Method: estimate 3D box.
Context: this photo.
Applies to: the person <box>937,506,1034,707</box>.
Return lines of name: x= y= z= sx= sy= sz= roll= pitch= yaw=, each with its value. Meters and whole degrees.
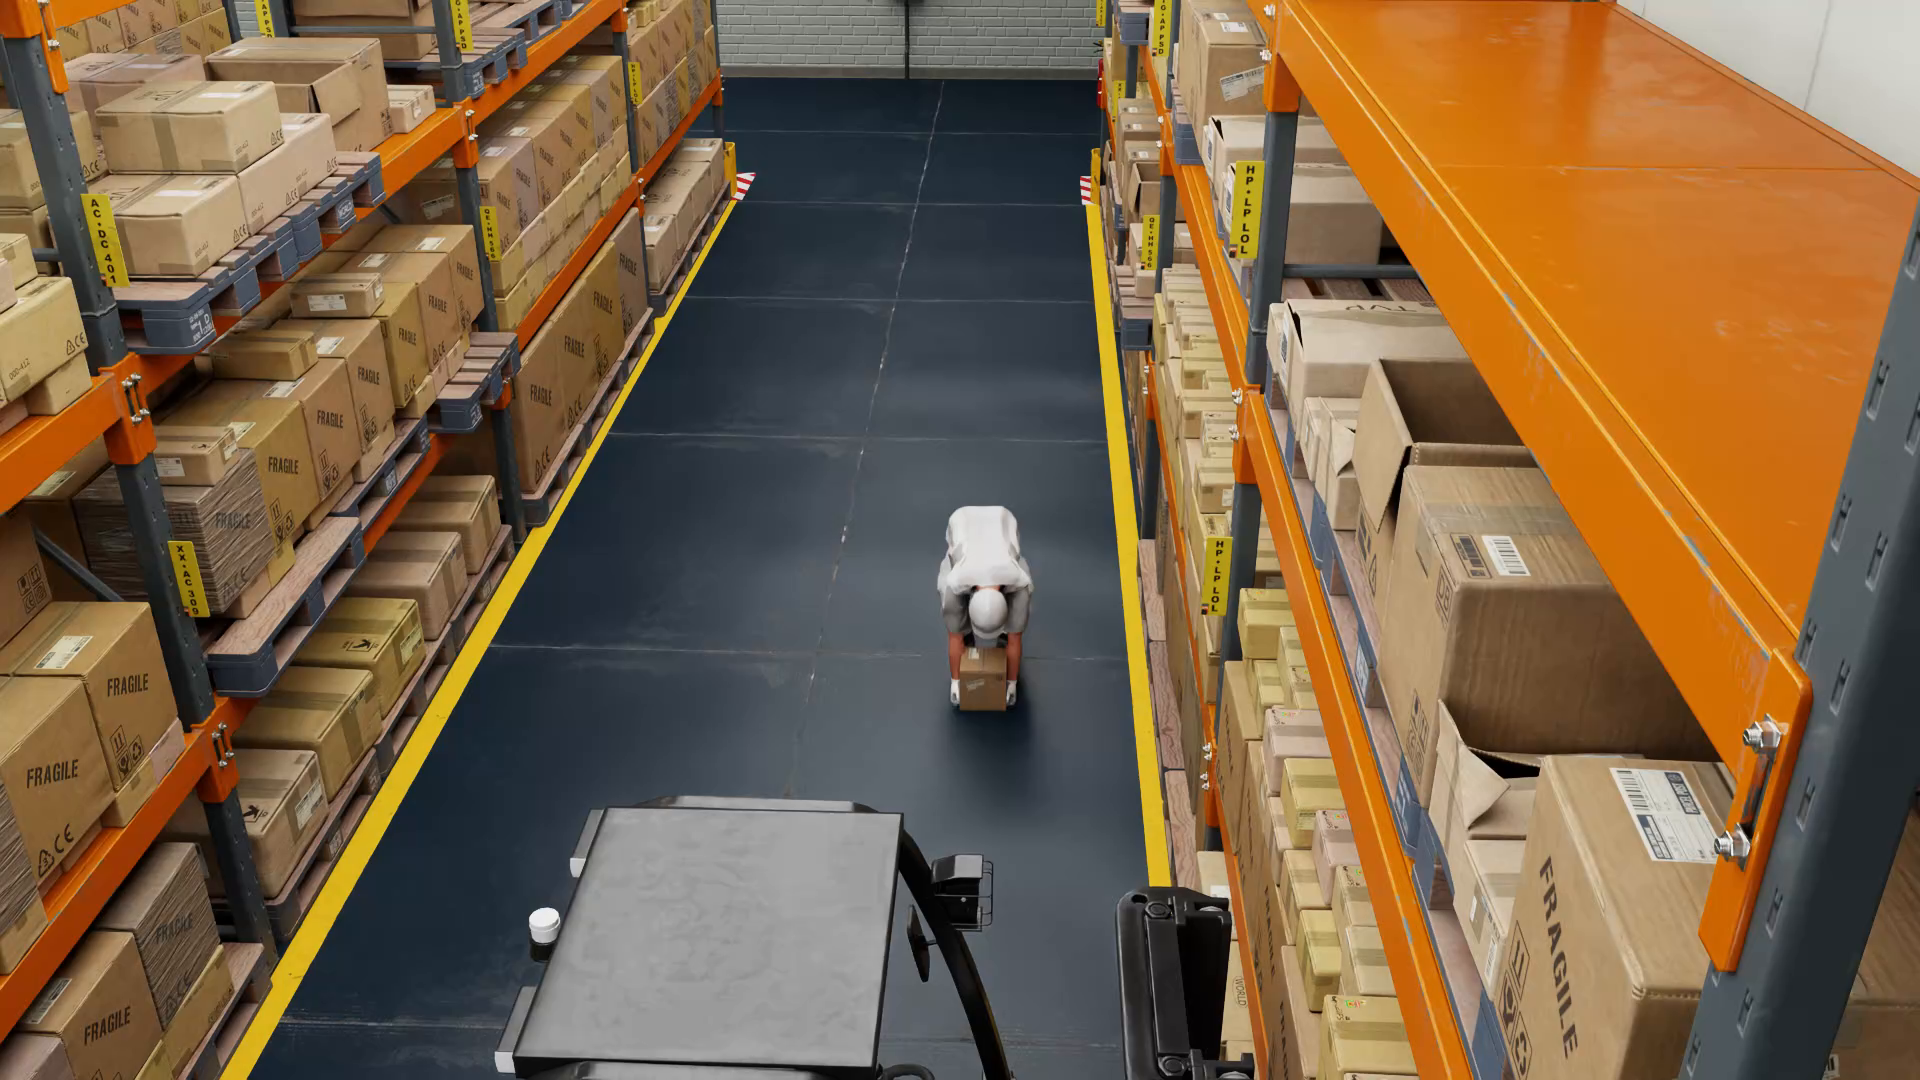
person: x=0.142 y=0.353 z=9.107 sx=0.531 sy=0.925 sz=0.954 roll=0 pitch=28 yaw=0
